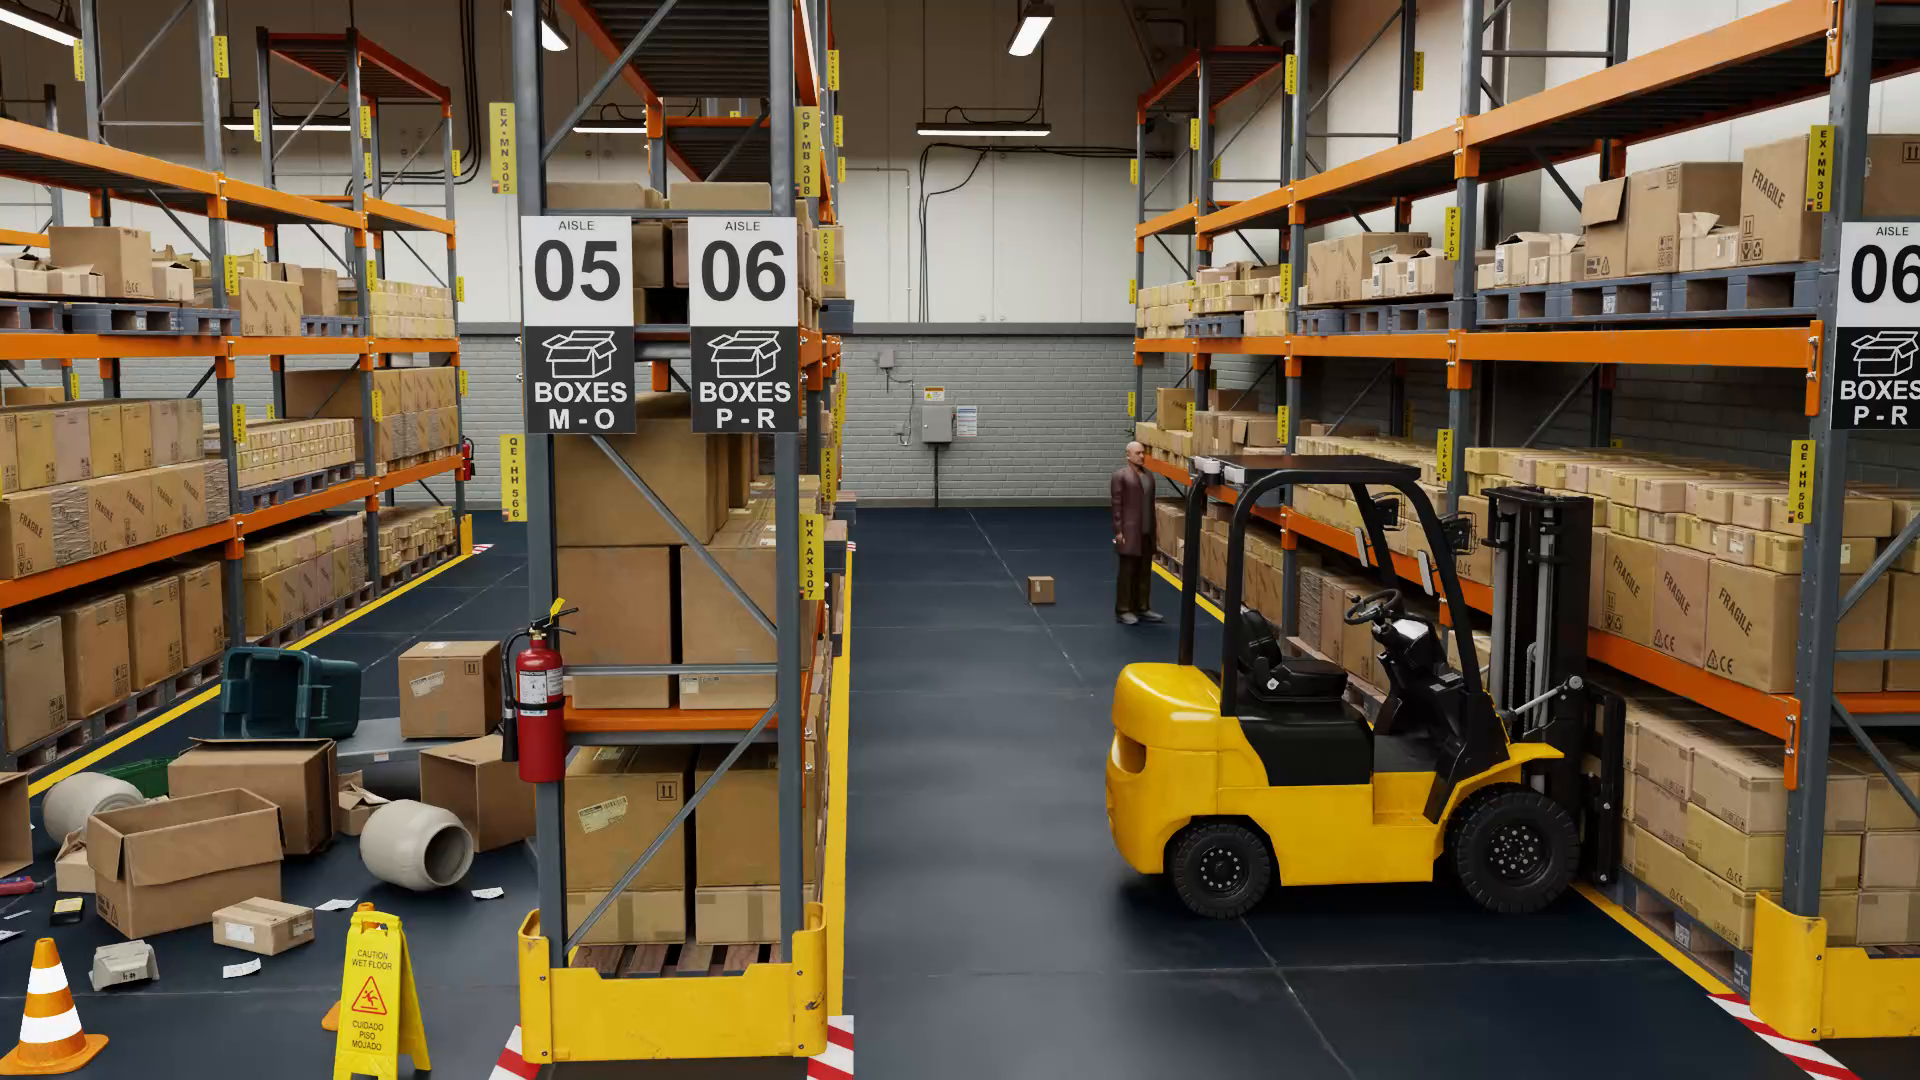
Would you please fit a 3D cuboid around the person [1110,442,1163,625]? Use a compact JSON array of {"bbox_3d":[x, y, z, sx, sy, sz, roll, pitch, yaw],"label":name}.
[{"bbox_3d":[1.769,-0.077,16.429,0.553,1.781,0.396,-5,9,-39],"label":"person"}]
